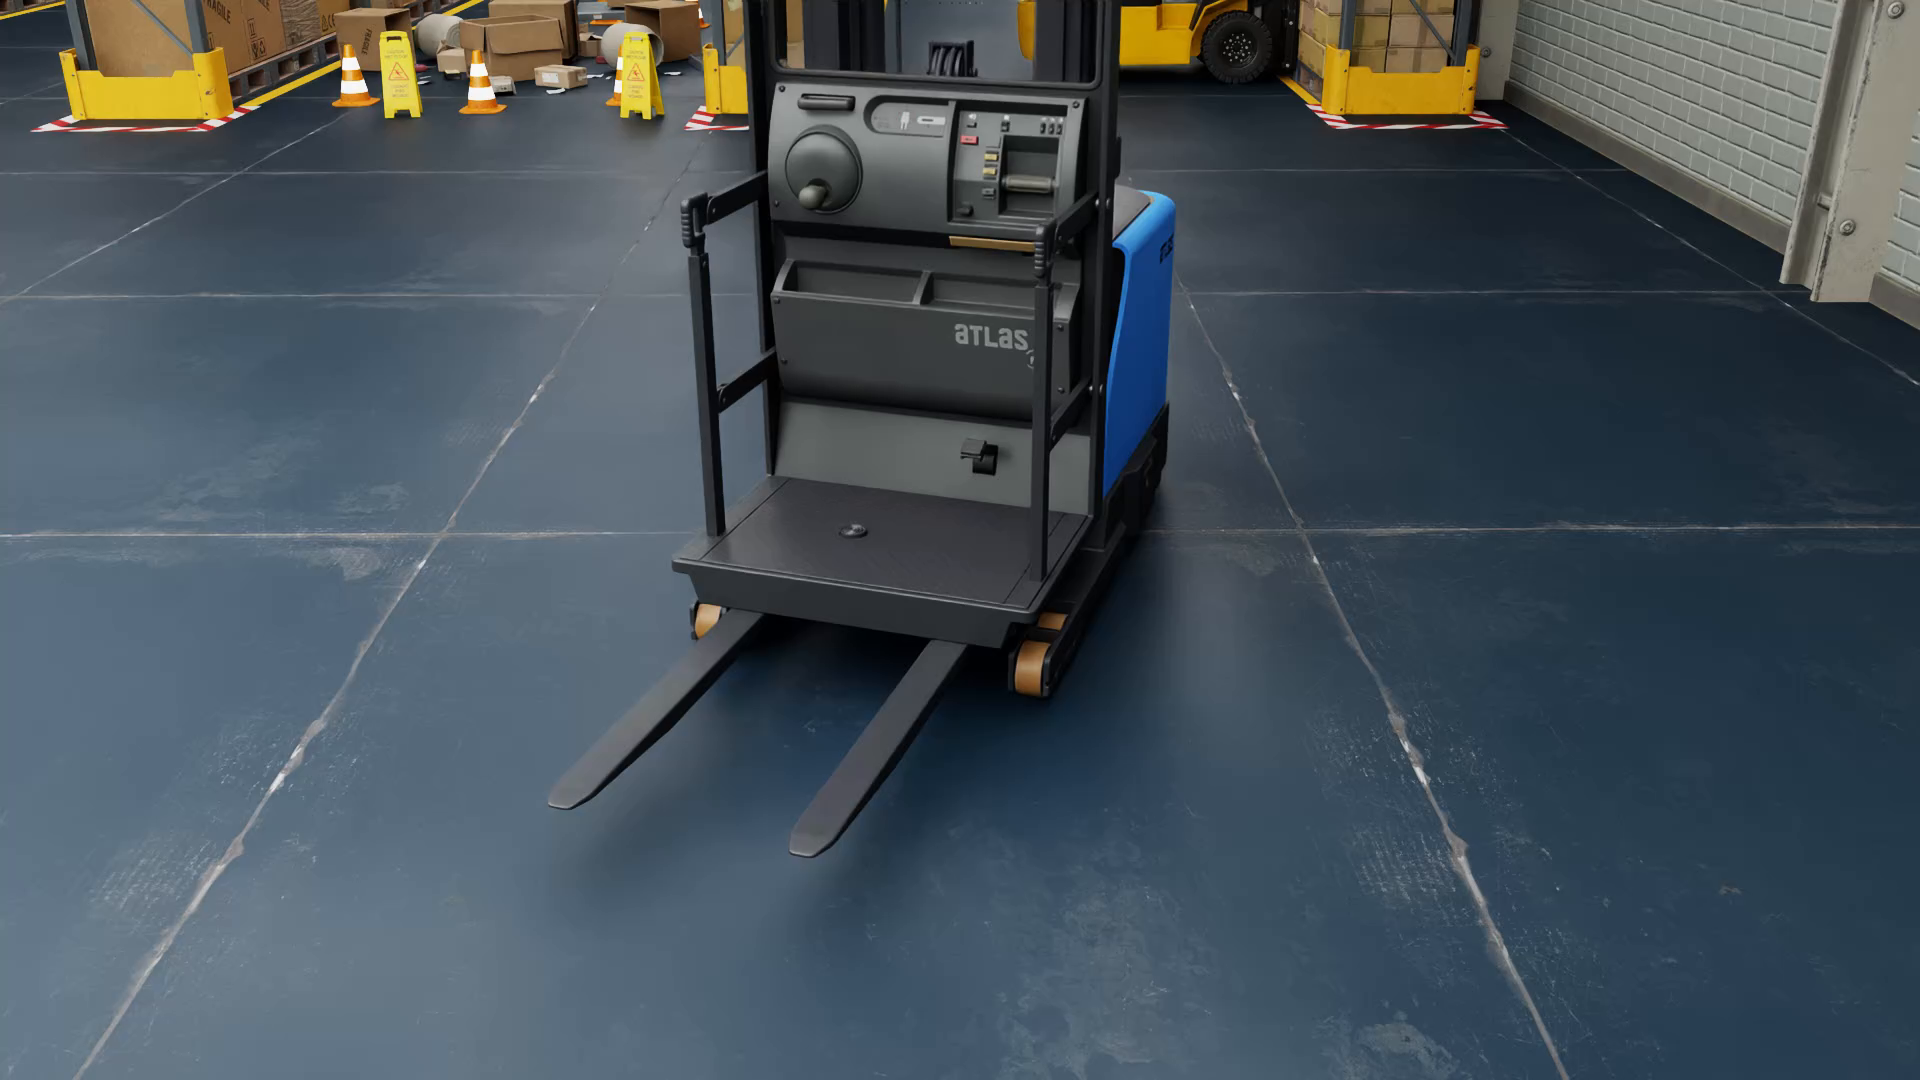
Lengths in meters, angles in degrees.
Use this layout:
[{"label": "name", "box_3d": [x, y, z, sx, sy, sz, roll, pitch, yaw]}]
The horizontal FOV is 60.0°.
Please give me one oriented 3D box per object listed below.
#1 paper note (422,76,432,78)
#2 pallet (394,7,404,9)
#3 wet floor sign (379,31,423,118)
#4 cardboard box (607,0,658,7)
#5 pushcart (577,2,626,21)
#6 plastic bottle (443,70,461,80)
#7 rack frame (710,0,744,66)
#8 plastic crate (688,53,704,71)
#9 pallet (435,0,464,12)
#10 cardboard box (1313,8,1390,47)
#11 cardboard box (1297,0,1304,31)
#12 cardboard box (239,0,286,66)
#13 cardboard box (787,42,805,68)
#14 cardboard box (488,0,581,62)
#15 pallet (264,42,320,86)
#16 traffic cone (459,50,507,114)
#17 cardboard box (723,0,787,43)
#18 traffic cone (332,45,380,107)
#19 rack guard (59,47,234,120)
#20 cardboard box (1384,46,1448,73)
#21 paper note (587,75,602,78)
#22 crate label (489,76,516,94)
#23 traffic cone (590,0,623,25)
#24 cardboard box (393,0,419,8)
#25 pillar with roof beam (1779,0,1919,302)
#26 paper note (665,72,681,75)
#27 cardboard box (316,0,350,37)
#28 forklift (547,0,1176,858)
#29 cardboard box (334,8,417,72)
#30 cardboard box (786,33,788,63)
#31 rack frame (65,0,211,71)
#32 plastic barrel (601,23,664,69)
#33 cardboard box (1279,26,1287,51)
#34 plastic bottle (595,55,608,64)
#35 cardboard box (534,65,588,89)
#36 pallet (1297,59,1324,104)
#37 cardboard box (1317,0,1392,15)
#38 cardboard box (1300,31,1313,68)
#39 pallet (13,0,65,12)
[{"label": "paper note", "box_3d": [-4.795, -4.151, 14.915, 0.032, 0.001, 0.123, 13, 27, 27]}, {"label": "pallet", "box_3d": [-6.523, -5.442, 17.527, 1.003, 0.211, 1.213, 0, 24, -1]}, {"label": "wet floor sign", "box_3d": [-4.415, -3.671, 13.084, 0.267, 0.644, 0.232, -4, 25, -10]}, {"label": "cardboard box", "box_3d": [-3.270, -5.645, 16.705, 0.500, 0.500, 0.500, 0, 24, -1]}, {"label": "pushcart", "box_3d": [-3.770, -5.233, 16.863, 1.648, 0.377, 0.936, -9, 26, -19]}, {"label": "plastic bottle", "box_3d": [-4.554, -4.172, 14.901, 0.133, 0.061, 0.283, -9, 26, -19]}, {"label": "rack frame", "box_3d": [-1.447, -4.811, 12.747, 1.000, 3.000, 0.127, 0, 24, -1]}, {"label": "plastic crate", "box_3d": [-2.293, -4.478, 15.554, 0.402, 0.080, 0.583, -9, 26, -19]}, {"label": "pallet", "box_3d": [-6.549, -6.448, 19.750, 1.003, 0.211, 1.213, 0, 24, -1]}, {"label": "cardboard box", "box_3d": [3.199, -4.200, 13.617, 0.500, 0.250, 0.500, -1, 24, -1]}, {"label": "cardboard box", "box_3d": [3.178, -4.619, 14.544, 0.500, 0.250, 0.500, -1, 24, -2]}, {"label": "cardboard box", "box_3d": [-6.480, -4.612, 14.376, 0.875, 0.875, 0.875, -1, 24, -1]}, {"label": "cardboard box", "box_3d": [-1.179, -4.083, 13.965, 0.500, 0.250, 0.500, 0, 24, -1]}, {"label": "cardboard box", "box_3d": [-4.016, -4.833, 15.660, 0.797, 0.637, 0.503, 0, 24, -1]}, {"label": "pallet", "box_3d": [-6.493, -4.307, 15.017, 1.003, 0.211, 1.213, 0, 24, -1]}, {"label": "traffic cone", "box_3d": [-3.847, -3.681, 13.328, 0.336, 0.463, 0.334, 0, 24, -1]}, {"label": "cardboard box", "box_3d": [-1.716, -4.420, 13.800, 0.500, 0.500, 0.500, 0, 24, 0]}, {"label": "traffic cone", "box_3d": [-4.981, -3.816, 13.626, 0.336, 0.463, 0.334, 0, 24, -1]}, {"label": "rack guard", "box_3d": [-6.395, -3.598, 13.099, 1.175, 0.500, 0.348, 0, 24, -1]}, {"label": "cardboard box", "box_3d": [3.707, -3.976, 13.729, 0.500, 0.250, 0.500, 0, 24, 0]}, {"label": "paper note", "box_3d": [-3.307, -4.184, 14.978, 0.148, 0.019, 0.142, 8, 26, 18]}, {"label": "crate label", "box_3d": [-3.918, -3.856, 14.111, 0.250, 0.136, 0.298, -14, 28, -28]}, {"label": "traffic cone", "box_3d": [-3.907, -5.923, 18.284, 0.336, 0.463, 0.334, 0, 24, -1]}, {"label": "cardboard box", "box_3d": [-6.542, -6.214, 18.071, 1.050, 0.750, 0.750, 0, 24, -1]}, {"label": "pillar with roof beam", "box_3d": [0.171, -5.367, 6.697, 9.100, 9.000, 0.400, 0, 24, -1]}, {"label": "paper note", "box_3d": [-2.602, -4.240, 15.088, 0.142, 0.019, 0.148, -9, 26, -19]}, {"label": "cardboard box", "box_3d": [-6.502, -5.359, 16.027, 0.875, 0.875, 0.875, 0, 24, 0]}, {"label": "forklift", "box_3d": [-0.170, -1.069, 4.558, 1.130, 2.935, 3.031, 8, 25, 16]}, {"label": "cardboard box", "box_3d": [-5.396, -4.622, 15.360, 0.500, 0.500, 0.500, 4, 25, 9]}, {"label": "cardboard box", "box_3d": [-1.722, -4.295, 14.433, 0.500, 0.250, 0.500, 0, 24, 0]}, {"label": "rack frame", "box_3d": [-6.395, -4.747, 12.606, 1.000, 3.000, 0.127, 0, 24, -1]}, {"label": "plastic barrel", "box_3d": [-2.983, -4.481, 15.145, 0.512, 0.421, 0.421, 19, 30, 35]}, {"label": "cardboard box", "box_3d": [3.175, -4.590, 15.087, 0.500, 0.250, 0.500, 1, 24, 1]}, {"label": "plastic bottle", "box_3d": [-3.351, -4.580, 15.802, 0.133, 0.061, 0.283, 4, 25, 9]}, {"label": "cardboard box", "box_3d": [-3.481, -4.043, 14.508, 0.380, 0.149, 0.250, 13, 27, 27]}, {"label": "pallet", "box_3d": [3.467, -3.879, 14.070, 1.003, 0.211, 1.213, 0, 24, -1]}, {"label": "cardboard box", "box_3d": [3.200, -4.417, 13.490, 0.500, 0.250, 0.500, 1, 24, 1]}, {"label": "cardboard box", "box_3d": [3.200, -4.170, 14.158, 0.500, 0.250, 0.500, 0, 24, -1]}, {"label": "pallet", "box_3d": [-11.436, -6.470, 19.800, 1.003, 0.211, 1.213, 0, 24, -1]}]
